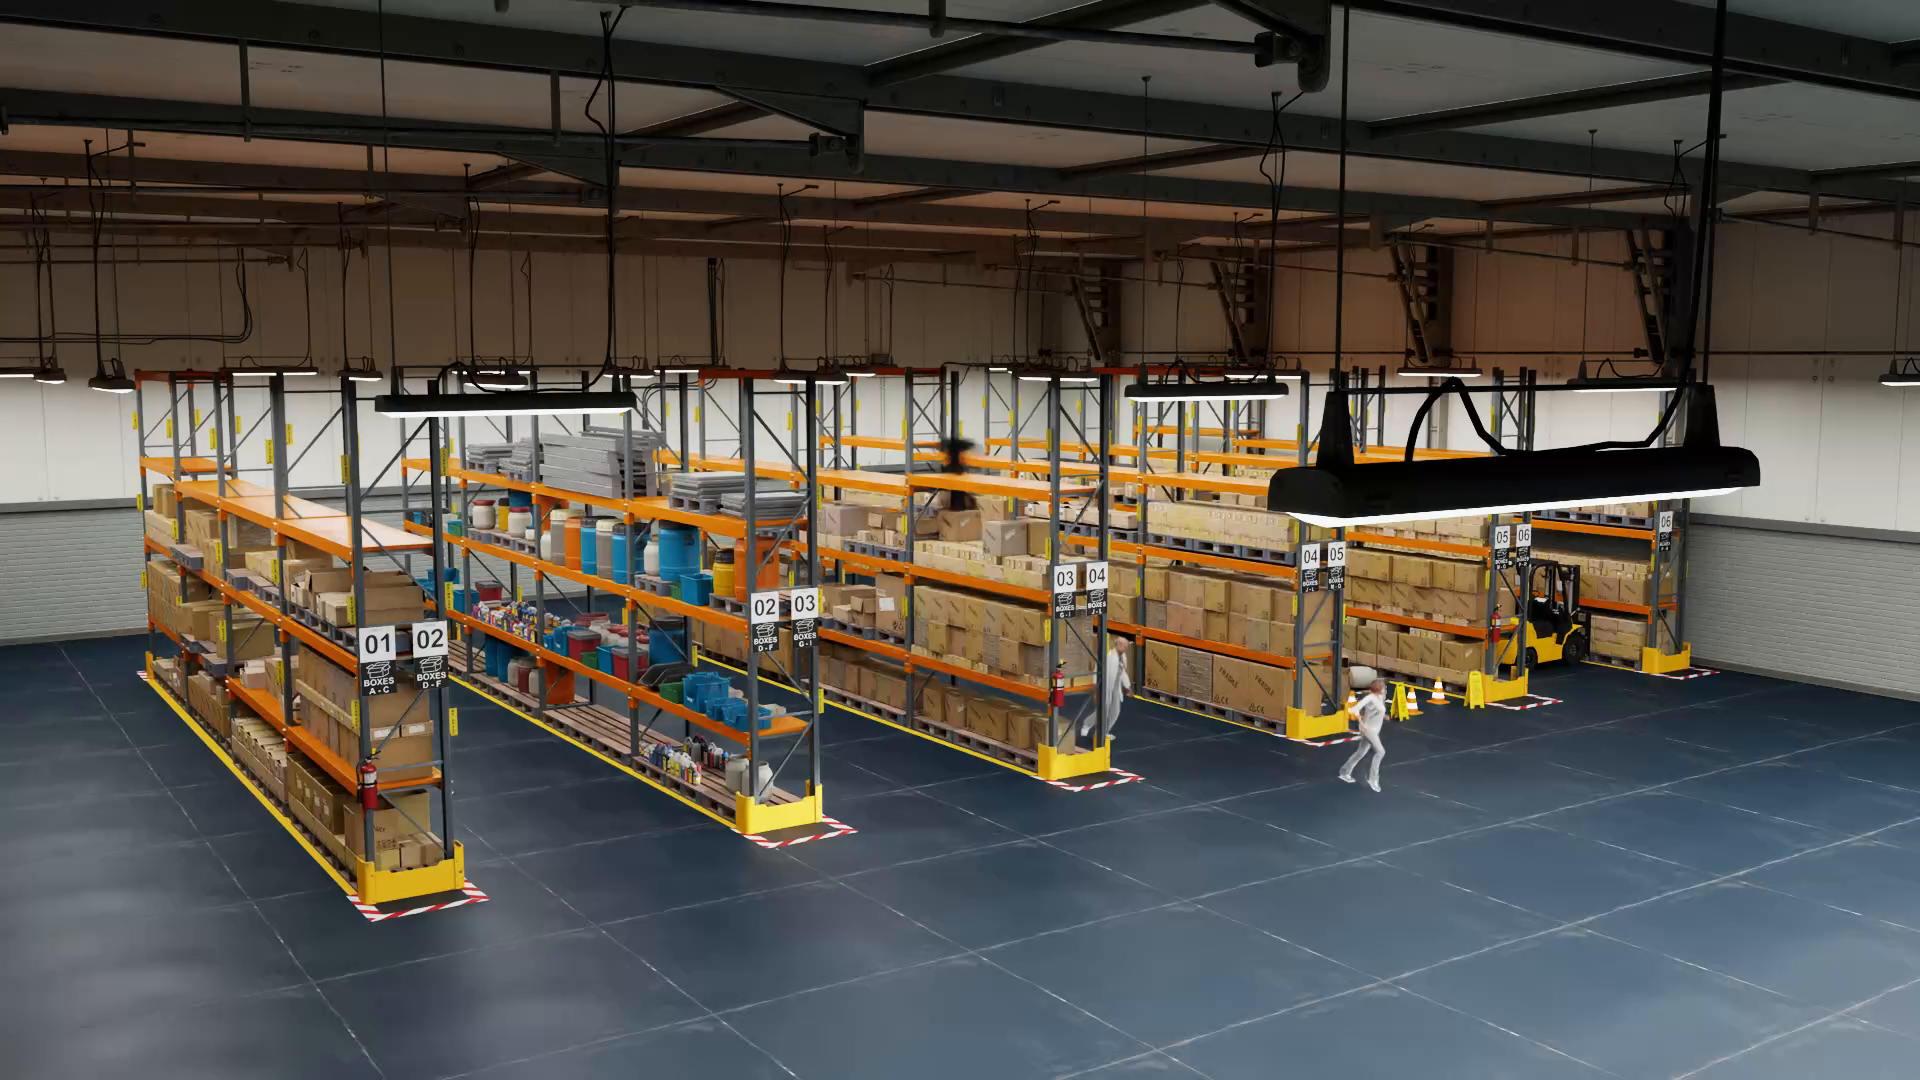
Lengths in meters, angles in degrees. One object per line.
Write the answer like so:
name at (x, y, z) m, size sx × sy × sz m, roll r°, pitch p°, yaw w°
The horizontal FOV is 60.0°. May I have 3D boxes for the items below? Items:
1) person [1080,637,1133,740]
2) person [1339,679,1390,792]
person at (2.384, 2.415, 27.175) m, size 0.657 × 1.696 × 0.845 m, roll 6°, pitch 9°, yaw 44°
person at (5.910, 2.813, 24.286) m, size 0.695 × 1.552 × 0.689 m, roll 3°, pitch 7°, yaw 28°
